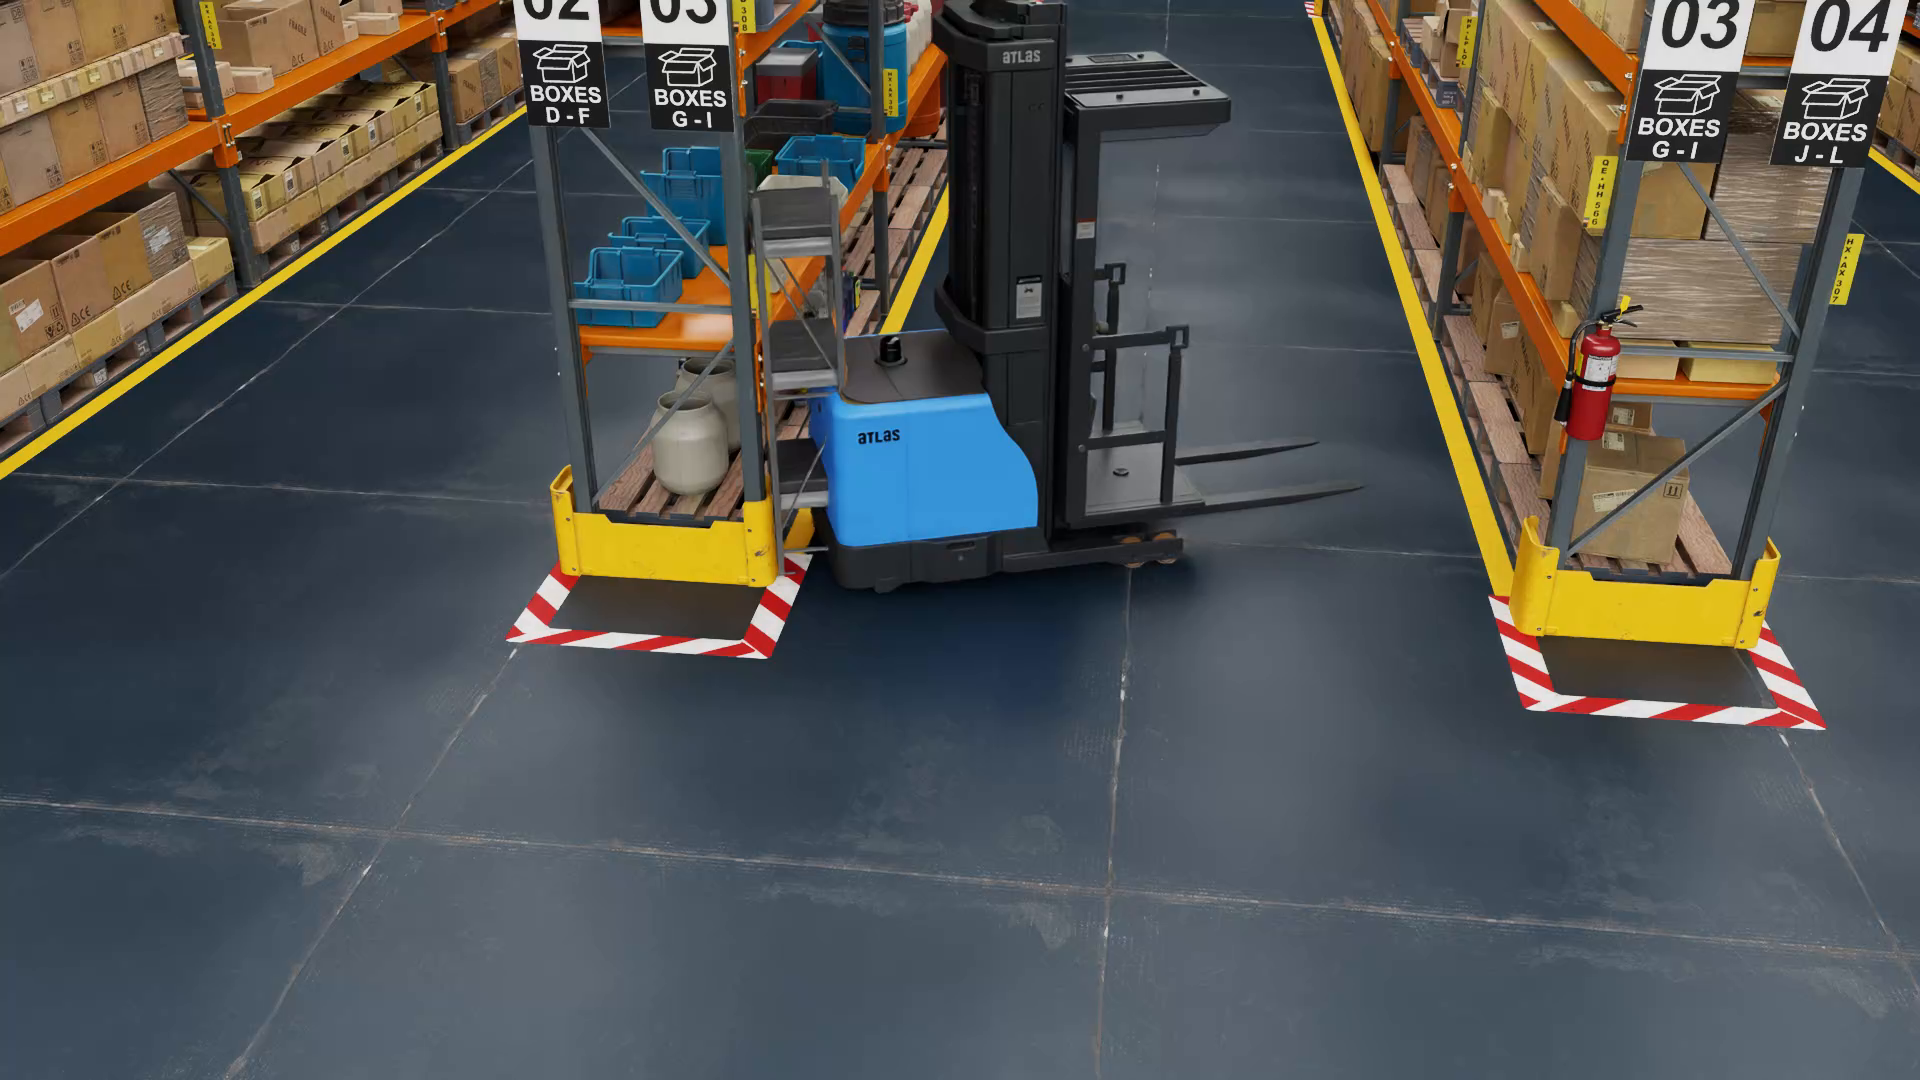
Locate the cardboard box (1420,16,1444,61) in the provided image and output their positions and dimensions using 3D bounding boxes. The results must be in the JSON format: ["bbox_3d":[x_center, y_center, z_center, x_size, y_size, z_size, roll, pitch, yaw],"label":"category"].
[{"bbox_3d":[3.946,-3.965,13.163,0.500,0.250,0.500,3,28,5],"label":"cardboard box"}]

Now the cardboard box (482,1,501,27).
[{"bbox_3d":[-5.386,-5.822,18.274,0.500,0.250,0.500,3,29,6],"label":"cardboard box"}]

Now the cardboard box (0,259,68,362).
[{"bbox_3d":[-6.038,-1.449,10.444,0.500,0.500,0.500,3,28,6],"label":"cardboard box"}]

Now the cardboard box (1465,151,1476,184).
[{"bbox_3d":[3.521,-2.428,10.859,0.380,0.149,0.250,3,28,6],"label":"cardboard box"}]

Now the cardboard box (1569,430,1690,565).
[{"bbox_3d":[3.492,-0.234,8.714,0.500,0.500,0.500,9,30,16],"label":"cardboard box"}]

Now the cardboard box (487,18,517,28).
[{"bbox_3d":[-4.869,-5.459,18.391,0.500,0.500,0.500,4,29,7],"label":"cardboard box"}]

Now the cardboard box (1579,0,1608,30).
[{"bbox_3d":[3.264,-2.588,7.886,0.500,0.250,0.500,4,29,7],"label":"cardboard box"}]

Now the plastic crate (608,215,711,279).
[{"bbox_3d":[-1.667,-1.637,9.283,0.499,0.251,0.408,3,28,6],"label":"plastic crate"}]

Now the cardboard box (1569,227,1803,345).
[{"bbox_3d":[3.494,-1.289,8.060,0.875,0.500,0.500,3,28,6],"label":"cardboard box"}]

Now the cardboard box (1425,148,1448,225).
[{"bbox_3d":[4.199,-2.870,13.586,0.700,0.500,0.500,6,29,10],"label":"cardboard box"}]

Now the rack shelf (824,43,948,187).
[{"bbox_3d":[-0.782,-3.652,13.624,1.077,0.370,4.000,3,28,6],"label":"rack shelf"}]

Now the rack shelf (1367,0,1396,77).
[{"bbox_3d":[4.624,-5.247,16.585,1.077,0.370,4.000,3,28,6],"label":"rack shelf"}]

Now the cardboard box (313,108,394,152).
[{"bbox_3d":[-5.394,-3.678,14.779,0.500,0.311,0.500,3,28,6],"label":"cardboard box"}]

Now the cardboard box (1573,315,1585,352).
[{"bbox_3d":[3.260,-1.010,8.226,0.380,0.149,0.250,3,28,6],"label":"cardboard box"}]

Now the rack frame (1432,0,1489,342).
[{"bbox_3d":[3.889,-2.739,11.172,1.000,3.000,0.127,3,28,6],"label":"rack frame"}]

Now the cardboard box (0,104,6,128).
[{"bbox_3d":[-6.015,-2.542,10.017,0.380,0.149,0.250,3,28,6],"label":"cardboard box"}]

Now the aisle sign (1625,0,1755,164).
[{"bbox_3d":[3.094,-1.989,7.039,0.394,0.787,0.004,3,28,6],"label":"aisle sign"}]

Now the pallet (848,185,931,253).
[{"bbox_3d":[-0.822,-2.747,14.127,1.003,0.211,1.213,3,28,6],"label":"pallet"}]

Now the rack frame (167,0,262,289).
[{"bbox_3d":[-5.942,-3.317,12.244,1.000,3.000,0.127,3,28,6],"label":"rack frame"}]

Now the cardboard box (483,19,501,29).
[{"bbox_3d":[-5.386,-5.476,18.423,0.500,0.500,0.500,4,29,7],"label":"cardboard box"}]

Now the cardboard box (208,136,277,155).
[{"bbox_3d":[-6.056,-3.225,13.939,0.500,0.311,0.500,3,28,6],"label":"cardboard box"}]

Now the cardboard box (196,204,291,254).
[{"bbox_3d":[-5.647,-2.467,13.122,0.500,0.250,0.500,3,28,5],"label":"cardboard box"}]

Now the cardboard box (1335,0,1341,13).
[{"bbox_3d":[5.360,-7.331,21.493,0.875,0.875,0.875,3,28,6],"label":"cardboard box"}]

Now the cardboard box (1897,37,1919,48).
[{"bbox_3d":[9.297,-4.761,16.326,0.500,0.250,0.500,4,29,8],"label":"cardboard box"}]

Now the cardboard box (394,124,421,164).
[{"bbox_3d":[-5.334,-3.669,15.355,0.500,0.250,0.500,3,28,6],"label":"cardboard box"}]

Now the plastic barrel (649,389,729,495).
[{"bbox_3d":[-1.512,-0.548,9.285,0.421,0.512,0.421,0,28,0],"label":"plastic barrel"}]

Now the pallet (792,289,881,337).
[{"bbox_3d":[-1.150,-1.486,11.785,1.003,0.211,1.213,3,28,6],"label":"pallet"}]

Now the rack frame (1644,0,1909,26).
[{"bbox_3d":[3.399,-3.498,6.254,1.000,3.000,0.127,3,28,6],"label":"rack frame"}]

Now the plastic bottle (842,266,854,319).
[{"bbox_3d":[-0.819,-1.735,11.636,0.144,0.351,0.185,3,28,5],"label":"plastic bottle"}]

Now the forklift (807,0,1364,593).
[{"bbox_3d":[0.723,-1.375,8.712,3.031,2.935,1.130,-7,29,-12],"label":"forklift"}]

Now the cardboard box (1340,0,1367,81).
[{"bbox_3d":[4.811,-5.452,18.005,1.225,0.875,0.875,3,29,6],"label":"cardboard box"}]

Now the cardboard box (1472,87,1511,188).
[{"bbox_3d":[3.676,-2.473,10.258,0.875,0.500,0.500,3,28,6],"label":"cardboard box"}]

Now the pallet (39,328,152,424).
[{"bbox_3d":[-6.228,-1.141,11.146,1.003,0.211,1.213,3,28,6],"label":"pallet"}]

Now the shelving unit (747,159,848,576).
[{"bbox_3d":[-0.811,-0.847,8.559,0.431,2.100,0.503,-5,32,-8],"label":"shelving unit"}]

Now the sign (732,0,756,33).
[{"bbox_3d":[-0.971,-2.435,7.435,0.100,0.325,0.005,3,28,6],"label":"sign"}]

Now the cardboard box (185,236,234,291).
[{"bbox_3d":[-5.782,-2.060,12.368,0.500,0.250,0.500,3,28,6],"label":"cardboard box"}]

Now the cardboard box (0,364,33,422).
[{"bbox_3d":[-6.088,-0.883,10.183,0.500,0.250,0.500,3,28,6],"label":"cardboard box"}]

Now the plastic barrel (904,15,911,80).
[{"bbox_3d":[-0.602,-3.870,13.127,0.433,0.535,0.433,0,28,0],"label":"plastic barrel"}]

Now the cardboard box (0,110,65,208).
[{"bbox_3d":[-6.175,-2.426,10.485,0.700,0.500,0.500,4,29,8],"label":"cardboard box"}]

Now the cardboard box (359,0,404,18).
[{"bbox_3d":[-5.540,-4.992,15.447,0.500,0.311,0.500,5,29,9],"label":"cardboard box"}]

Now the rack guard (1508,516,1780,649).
[{"bbox_3d":[3.408,0.208,8.336,1.175,0.500,0.348,3,28,6],"label":"rack guard"}]

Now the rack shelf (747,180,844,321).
[{"bbox_3d":[-0.812,-1.429,8.196,0.431,0.518,0.480,-5,32,-8],"label":"rack shelf"}]

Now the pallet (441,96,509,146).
[{"bbox_3d":[-5.323,-4.321,17.048,1.003,0.211,1.213,3,28,6],"label":"pallet"}]

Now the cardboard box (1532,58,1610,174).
[{"bbox_3d":[3.340,-2.216,8.727,0.500,0.500,0.500,3,28,6],"label":"cardboard box"}]

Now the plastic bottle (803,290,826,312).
[{"bbox_3d":[-0.993,-1.608,11.481,0.152,0.276,0.135,3,28,6],"label":"plastic bottle"}]

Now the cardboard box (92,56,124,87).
[{"bbox_3d":[-5.856,-3.143,11.131,0.380,0.149,0.250,3,28,6],"label":"cardboard box"}]

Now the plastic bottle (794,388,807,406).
[{"bbox_3d":[-0.985,-0.972,10.305,0.097,0.271,0.097,0,28,0],"label":"plastic bottle"}]

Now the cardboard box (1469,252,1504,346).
[{"bbox_3d":[3.800,-1.638,11.320,0.500,0.500,0.500,3,28,5],"label":"cardboard box"}]

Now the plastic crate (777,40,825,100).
[{"bbox_3d":[-1.200,-3.557,12.707,0.392,0.384,0.575,3,28,6],"label":"plastic crate"}]

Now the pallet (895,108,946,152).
[{"bbox_3d":[-0.481,-4.056,16.556,1.003,0.211,1.213,3,28,6],"label":"pallet"}]

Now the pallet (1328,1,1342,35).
[{"bbox_3d":[5.339,-6.779,21.611,1.003,0.211,1.213,3,28,6],"label":"pallet"}]

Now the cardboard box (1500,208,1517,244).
[{"bbox_3d":[3.394,-1.838,9.764,0.380,0.149,0.250,3,28,6],"label":"cardboard box"}]

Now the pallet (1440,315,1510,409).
[{"bbox_3d":[3.842,-1.194,11.243,1.003,0.211,1.213,3,28,6],"label":"pallet"}]

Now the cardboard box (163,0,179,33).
[{"bbox_3d":[-9.829,-6.294,19.593,0.750,0.750,0.750,4,29,7],"label":"cardboard box"}]

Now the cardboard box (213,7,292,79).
[{"bbox_3d":[-5.767,-3.969,13.350,0.500,0.500,0.500,5,29,10],"label":"cardboard box"}]
